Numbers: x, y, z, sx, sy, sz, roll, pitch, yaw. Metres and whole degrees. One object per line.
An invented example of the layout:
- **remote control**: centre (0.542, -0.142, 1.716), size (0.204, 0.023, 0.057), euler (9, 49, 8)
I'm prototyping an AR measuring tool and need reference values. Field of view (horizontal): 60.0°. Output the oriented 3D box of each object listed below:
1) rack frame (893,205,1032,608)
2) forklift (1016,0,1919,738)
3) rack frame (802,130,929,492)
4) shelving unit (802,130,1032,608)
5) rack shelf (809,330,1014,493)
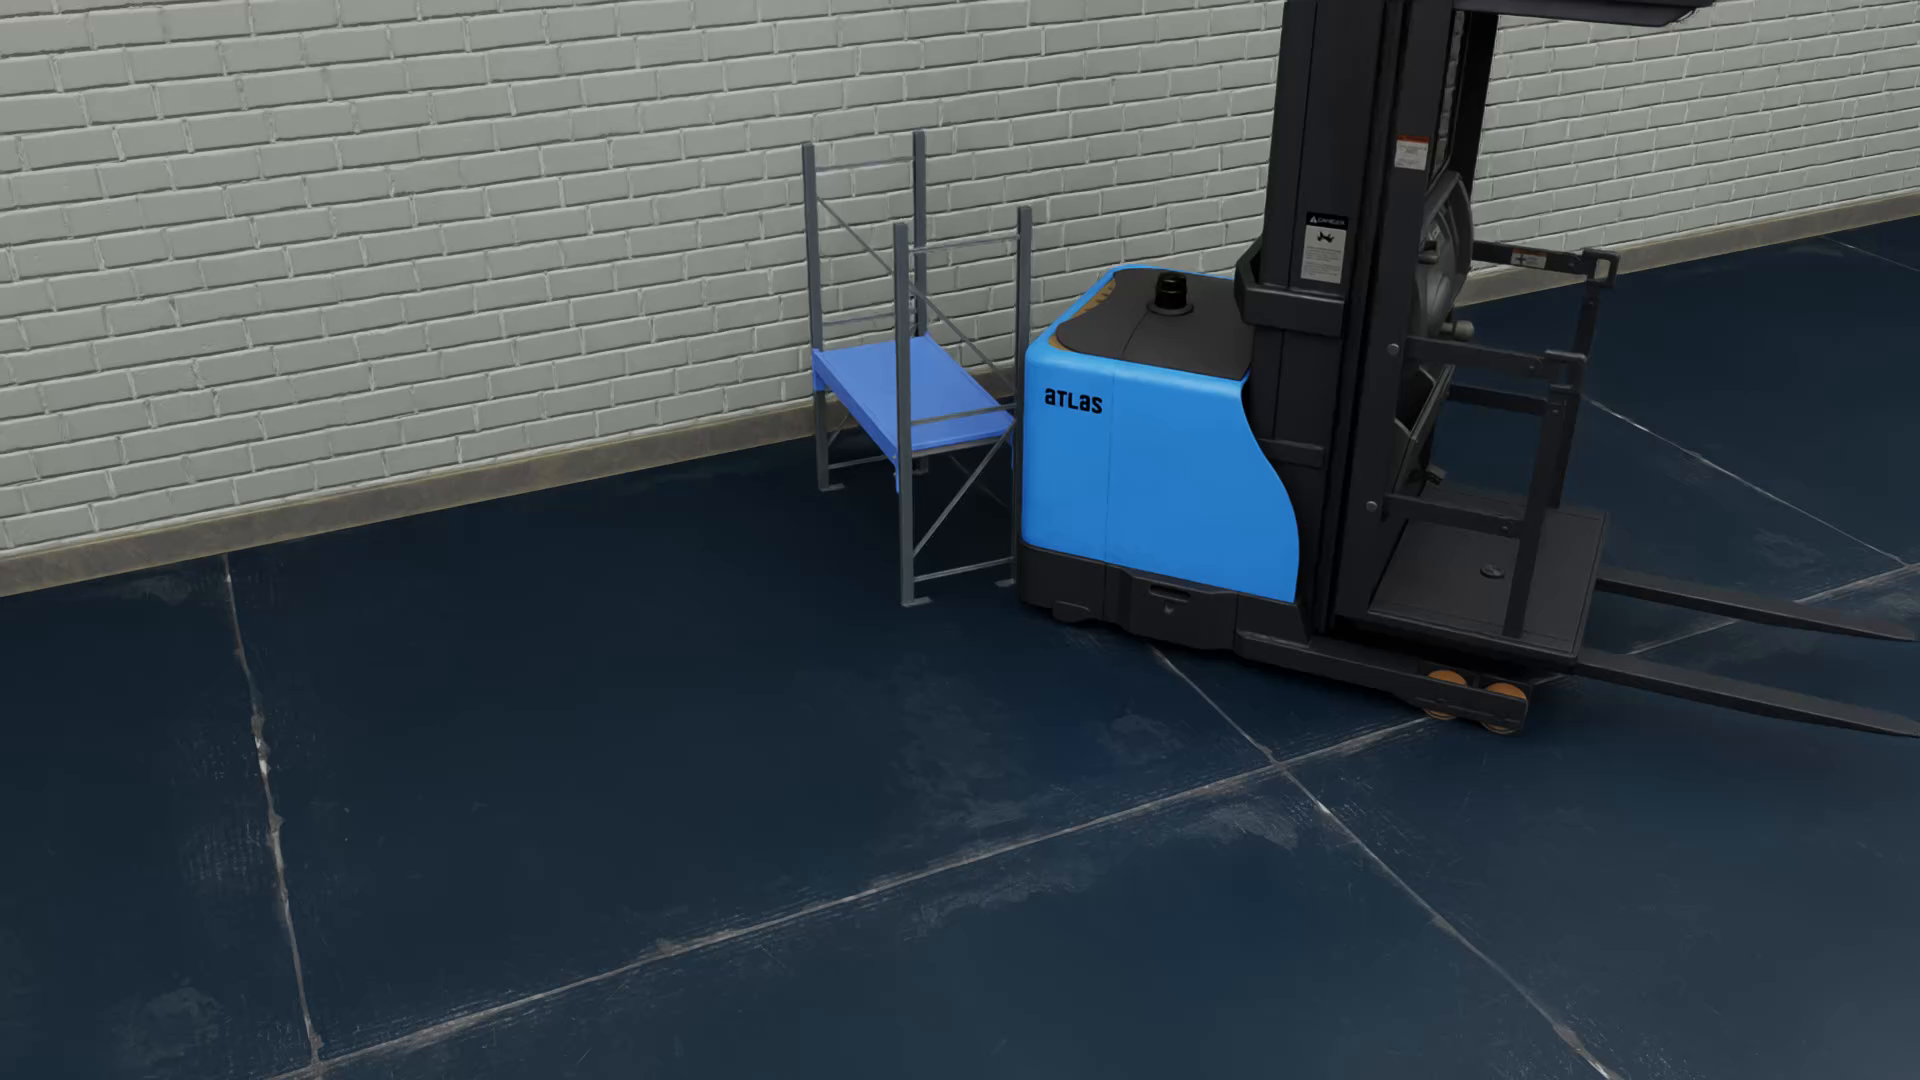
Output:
- **rack frame**: centre (0.012, -0.451, 6.021), size (0.500, 1.500, 0.032), euler (-11, 31, -19)
- **forklift**: centre (1.772, -0.924, 5.402), size (3.031, 2.935, 1.130), euler (12, 32, 21)
- **rack frame**: centre (-0.374, -0.911, 6.842), size (0.500, 1.500, 0.032), euler (-11, 31, -19)
- **shelving unit**: centre (-0.181, -0.681, 6.431), size (0.538, 1.500, 1.048), euler (-11, 31, -19)
- **rack shelf**: centre (-0.181, -0.524, 6.519), size (0.538, 0.185, 1.000), euler (-11, 31, -19)
